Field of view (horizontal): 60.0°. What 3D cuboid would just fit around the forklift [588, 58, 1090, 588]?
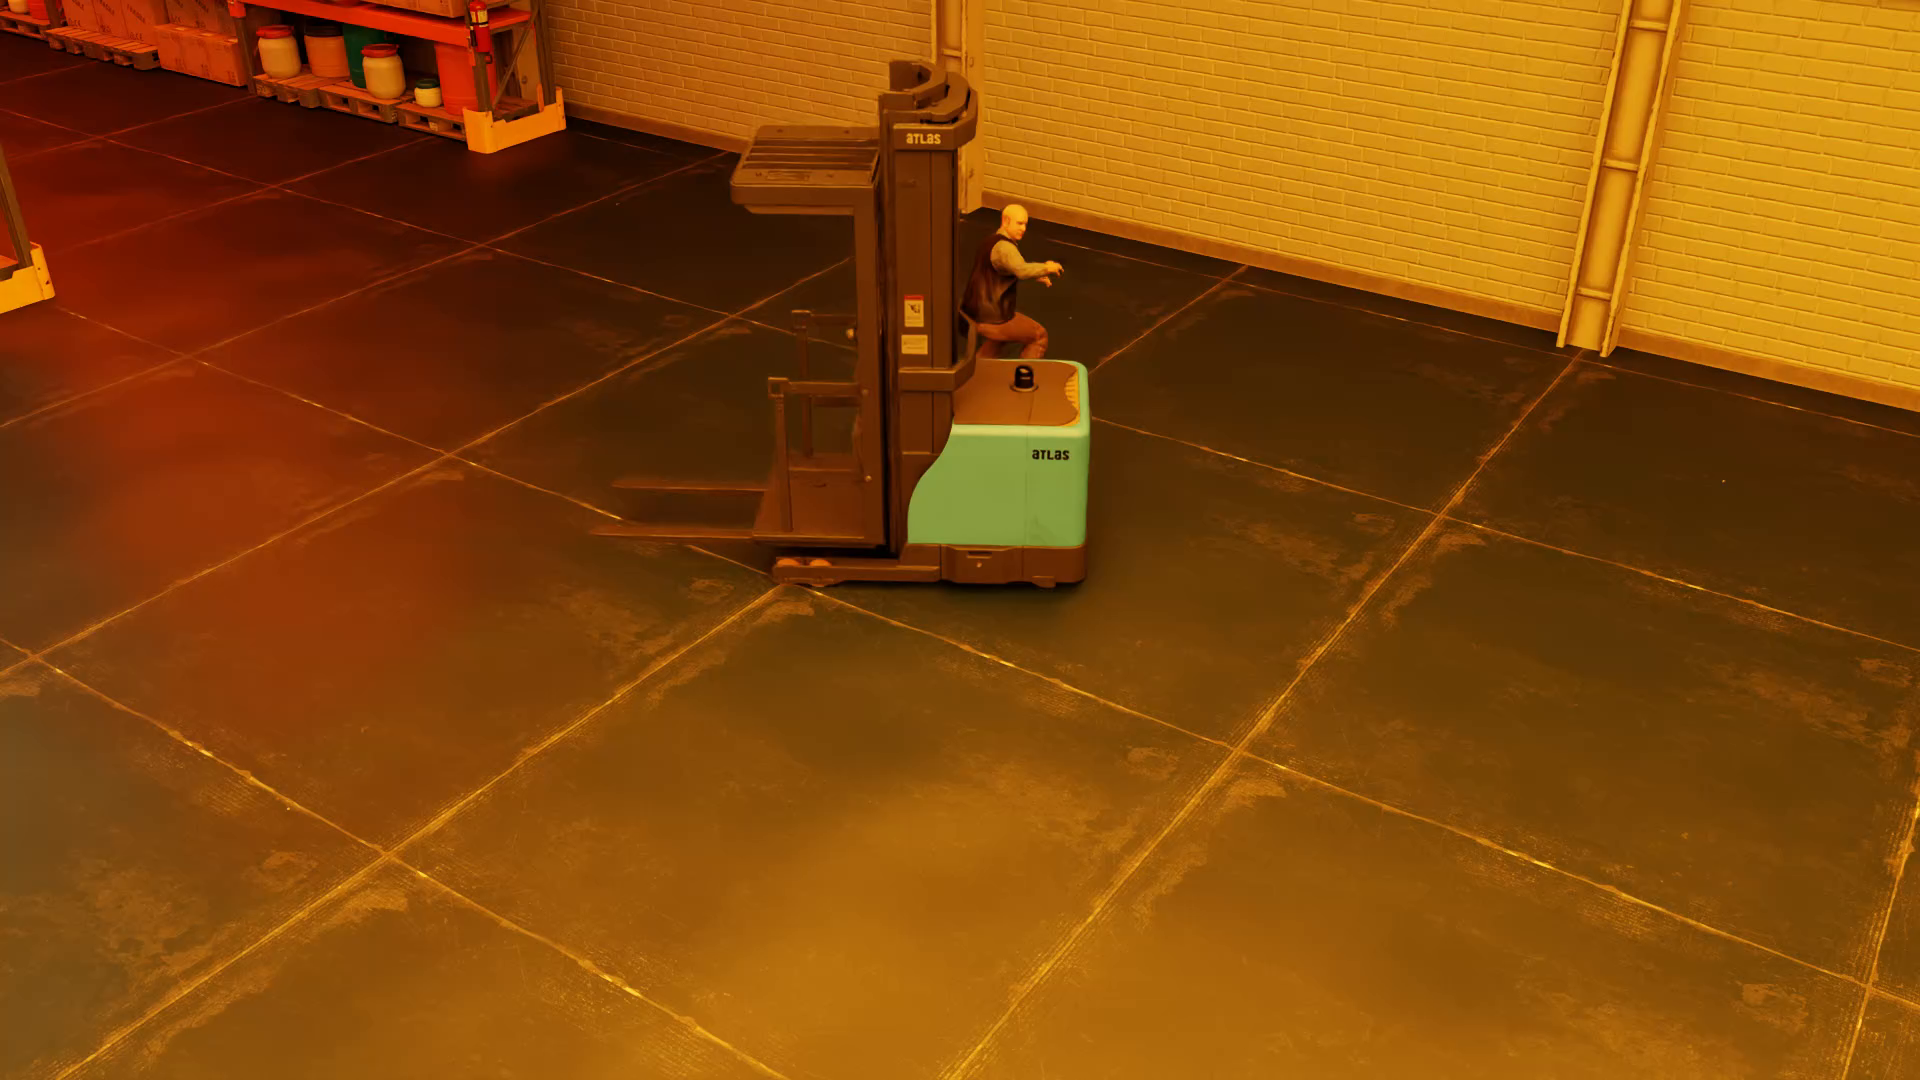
[{"bbox_3d":[-0.738,-1.246,9.728,3.031,2.935,1.130,1,30,2],"label":"forklift"}]

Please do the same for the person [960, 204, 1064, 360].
[{"bbox_3d":[0.432,-1.700,12.011,0.916,1.464,0.782,-17,34,-26],"label":"person"}]
